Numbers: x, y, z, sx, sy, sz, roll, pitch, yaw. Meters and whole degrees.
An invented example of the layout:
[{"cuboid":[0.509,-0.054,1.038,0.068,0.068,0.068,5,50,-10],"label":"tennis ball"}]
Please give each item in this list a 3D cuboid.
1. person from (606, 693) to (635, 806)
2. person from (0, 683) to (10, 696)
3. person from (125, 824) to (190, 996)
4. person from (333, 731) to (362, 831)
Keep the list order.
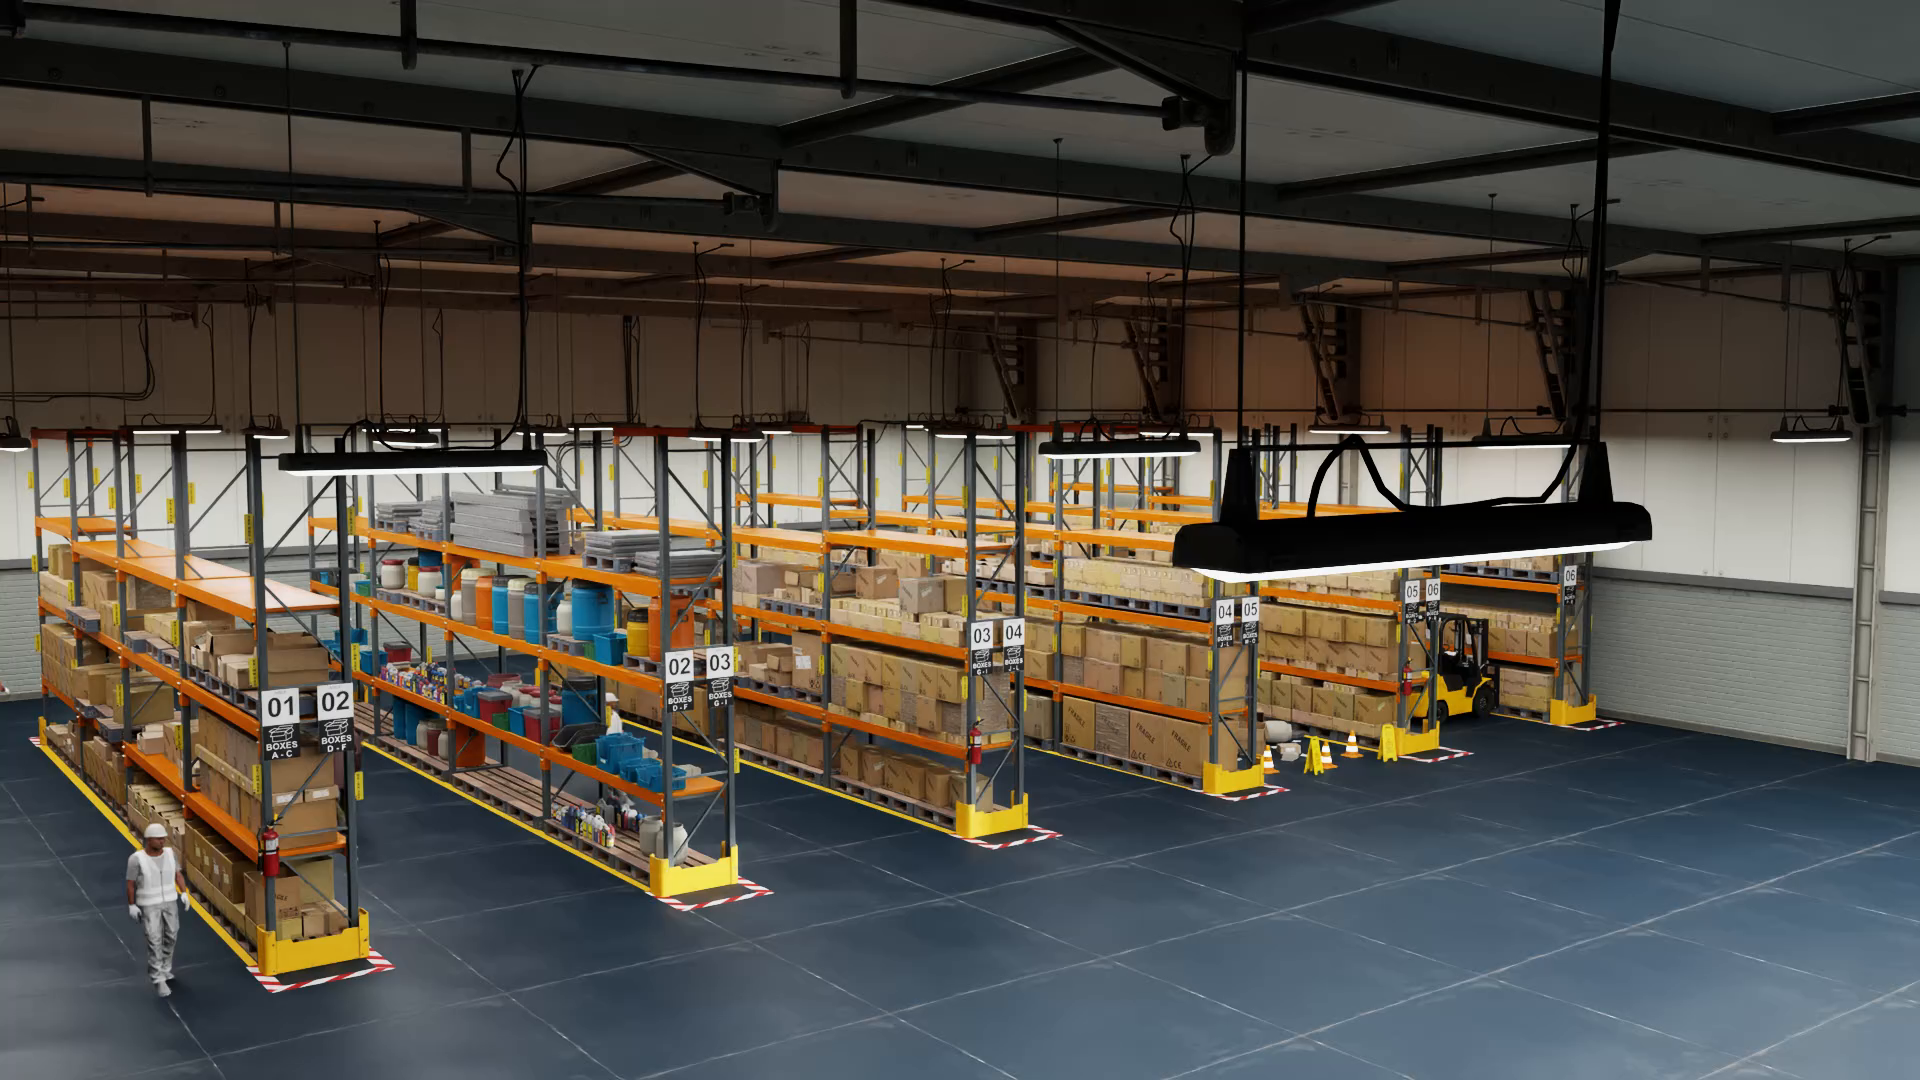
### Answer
[{"cuboid":[-5.490,3.360,26.801,0.746,1.763,0.602,2,5,20],"label":"person"},{"cuboid":[-18.461,3.000,31.422,0.684,1.726,0.845,1,5,14],"label":"person"},{"cuboid":[-8.750,4.032,18.273,0.722,1.778,0.574,4,6,38],"label":"person"},{"cuboid":[-9.273,3.498,24.944,0.613,1.755,0.748,-3,6,-37],"label":"person"}]
